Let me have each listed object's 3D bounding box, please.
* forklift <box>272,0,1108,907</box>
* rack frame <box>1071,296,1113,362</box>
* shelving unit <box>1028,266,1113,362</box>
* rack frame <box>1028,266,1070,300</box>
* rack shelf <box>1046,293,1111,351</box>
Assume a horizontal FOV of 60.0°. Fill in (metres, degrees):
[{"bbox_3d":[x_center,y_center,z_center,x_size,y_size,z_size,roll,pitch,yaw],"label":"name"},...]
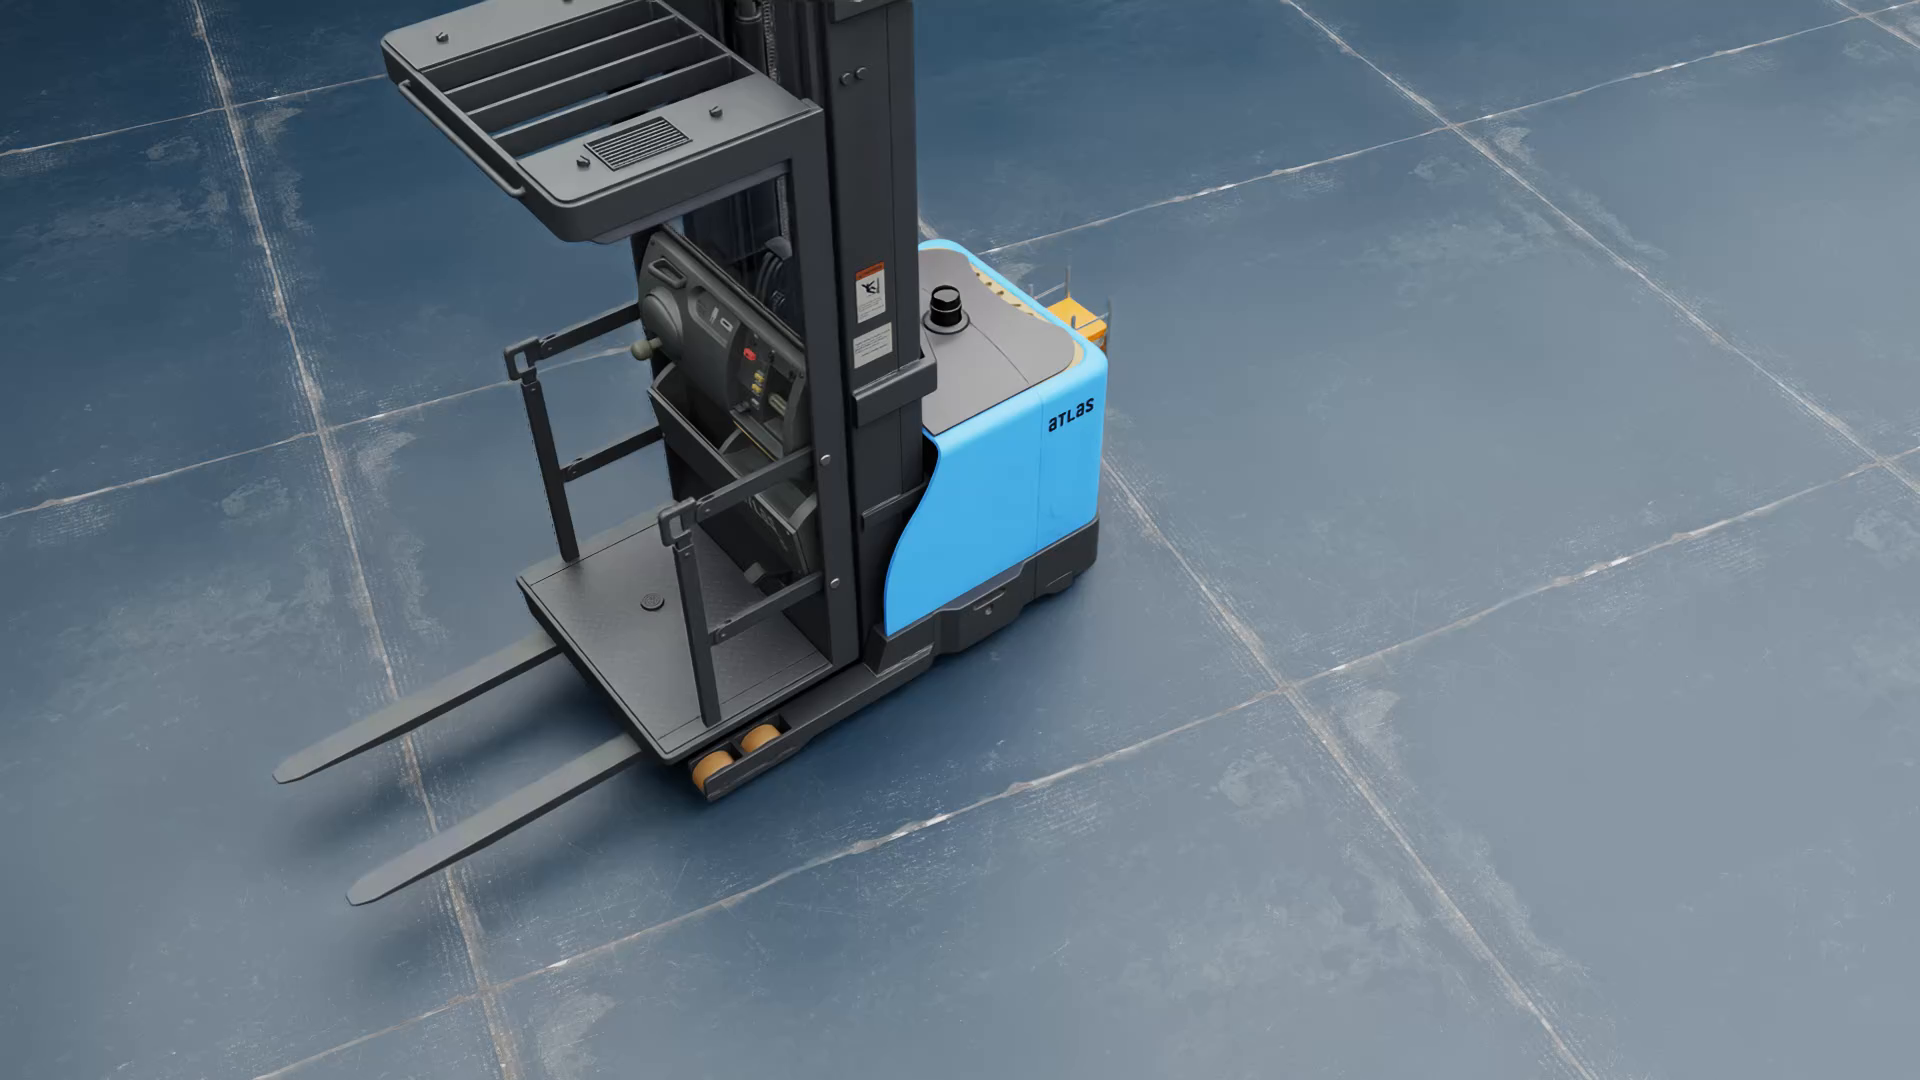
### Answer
[{"bbox_3d":[-0.932,-0.563,5.234,3.031,2.935,1.130,-29,51,-26],"label":"forklift"},{"bbox_3d":[0.488,-0.486,6.495,0.200,1.050,0.008,-29,51,-26],"label":"rack frame"},{"bbox_3d":[0.413,-0.554,6.564,0.215,1.050,0.252,-29,51,-26],"label":"shelving unit"},{"bbox_3d":[0.338,-0.621,6.632,0.200,1.050,0.008,-29,51,-26],"label":"rack frame"},{"bbox_3d":[0.413,-0.748,6.372,0.215,0.259,0.240,-29,51,-26],"label":"rack shelf"}]
